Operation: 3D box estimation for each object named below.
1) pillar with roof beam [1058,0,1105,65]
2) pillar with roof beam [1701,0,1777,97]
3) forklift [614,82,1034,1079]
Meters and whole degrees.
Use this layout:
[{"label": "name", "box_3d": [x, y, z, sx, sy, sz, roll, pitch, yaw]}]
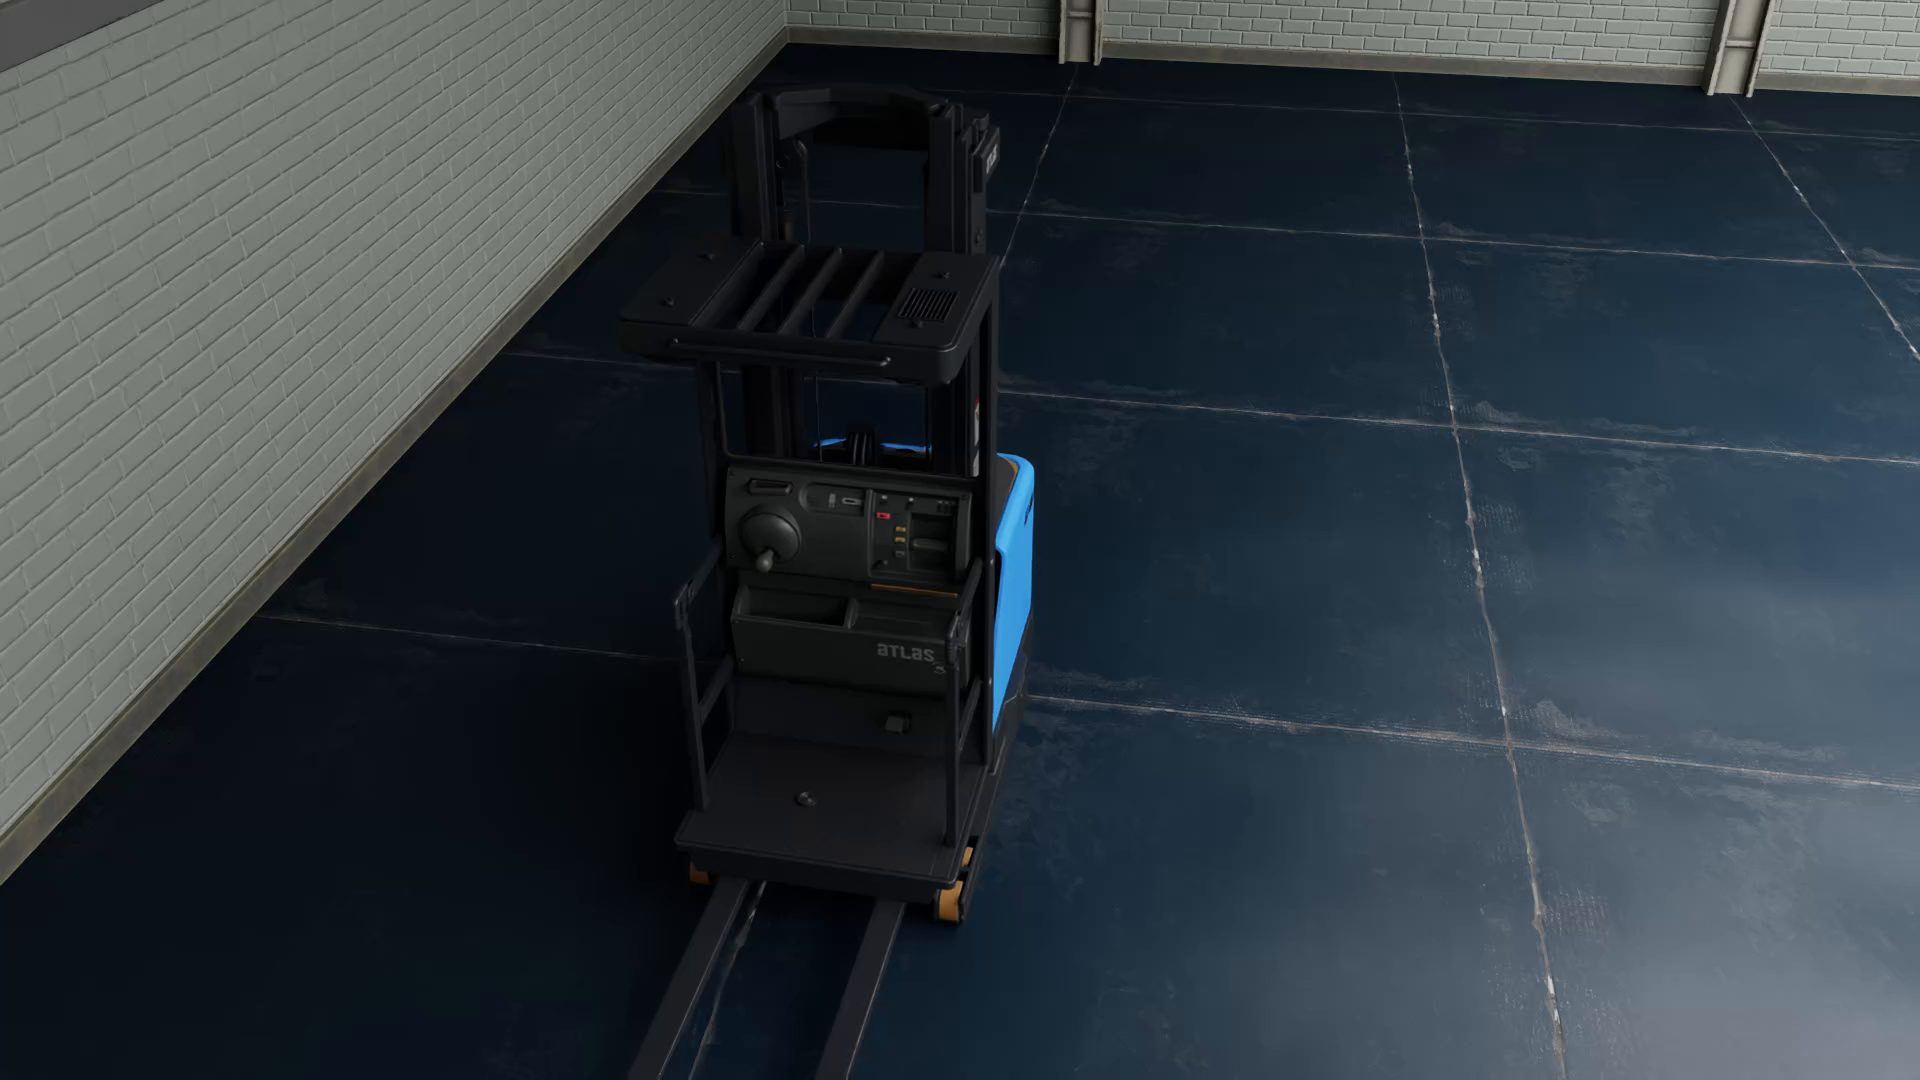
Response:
[{"label": "pillar with roof beam", "box_3d": [0.449, -6.254, 10.260, 0.400, 9.000, 9.100, 5, 32, 8]}, {"label": "pillar with roof beam", "box_3d": [6.364, -5.718, 9.404, 0.400, 9.000, 9.100, 5, 32, 8]}, {"label": "forklift", "box_3d": [-0.459, 0.010, 5.971, 1.130, 2.935, 3.031, 6, 33, 10]}]
